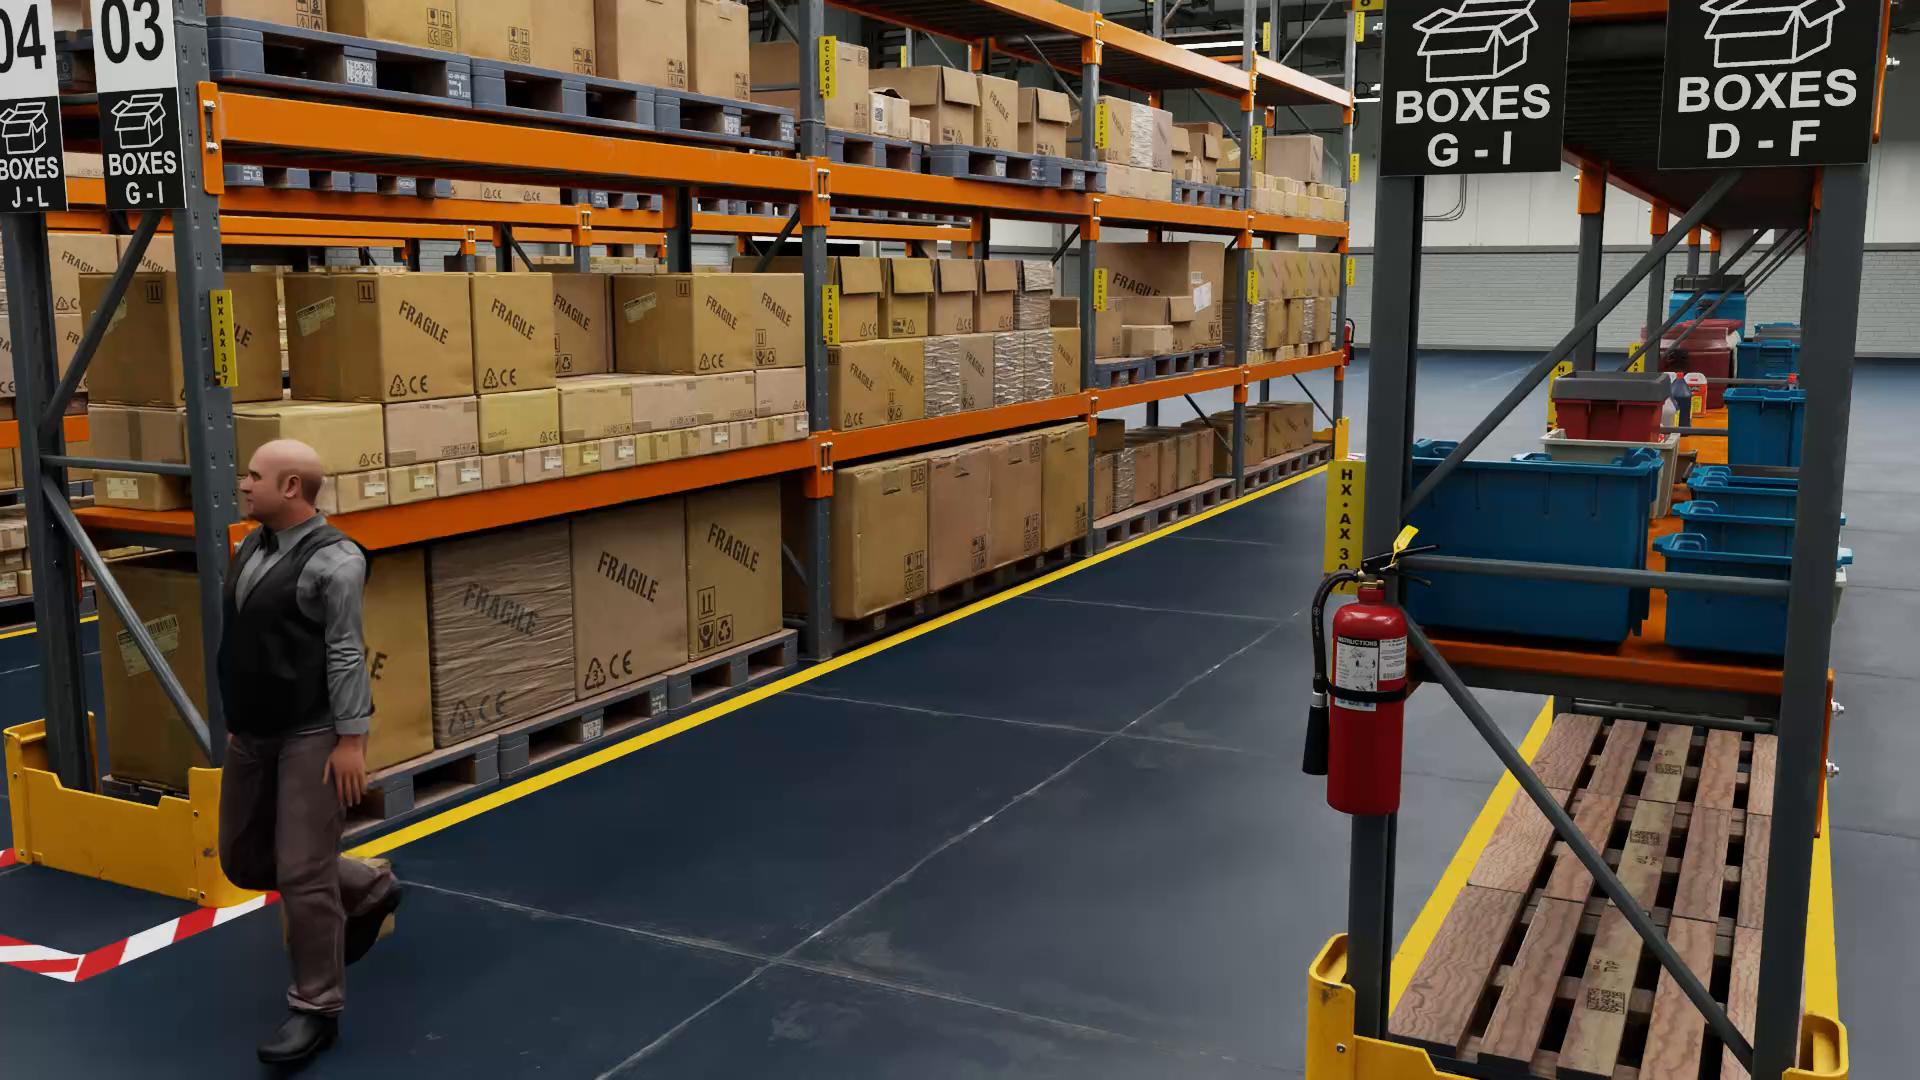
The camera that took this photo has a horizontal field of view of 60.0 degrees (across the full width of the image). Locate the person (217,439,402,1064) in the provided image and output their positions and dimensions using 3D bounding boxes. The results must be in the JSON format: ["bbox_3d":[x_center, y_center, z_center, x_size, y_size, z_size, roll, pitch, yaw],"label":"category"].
[{"bbox_3d":[-1.920,0.558,4.840,0.569,1.705,0.711,5,10,31],"label":"person"}]
